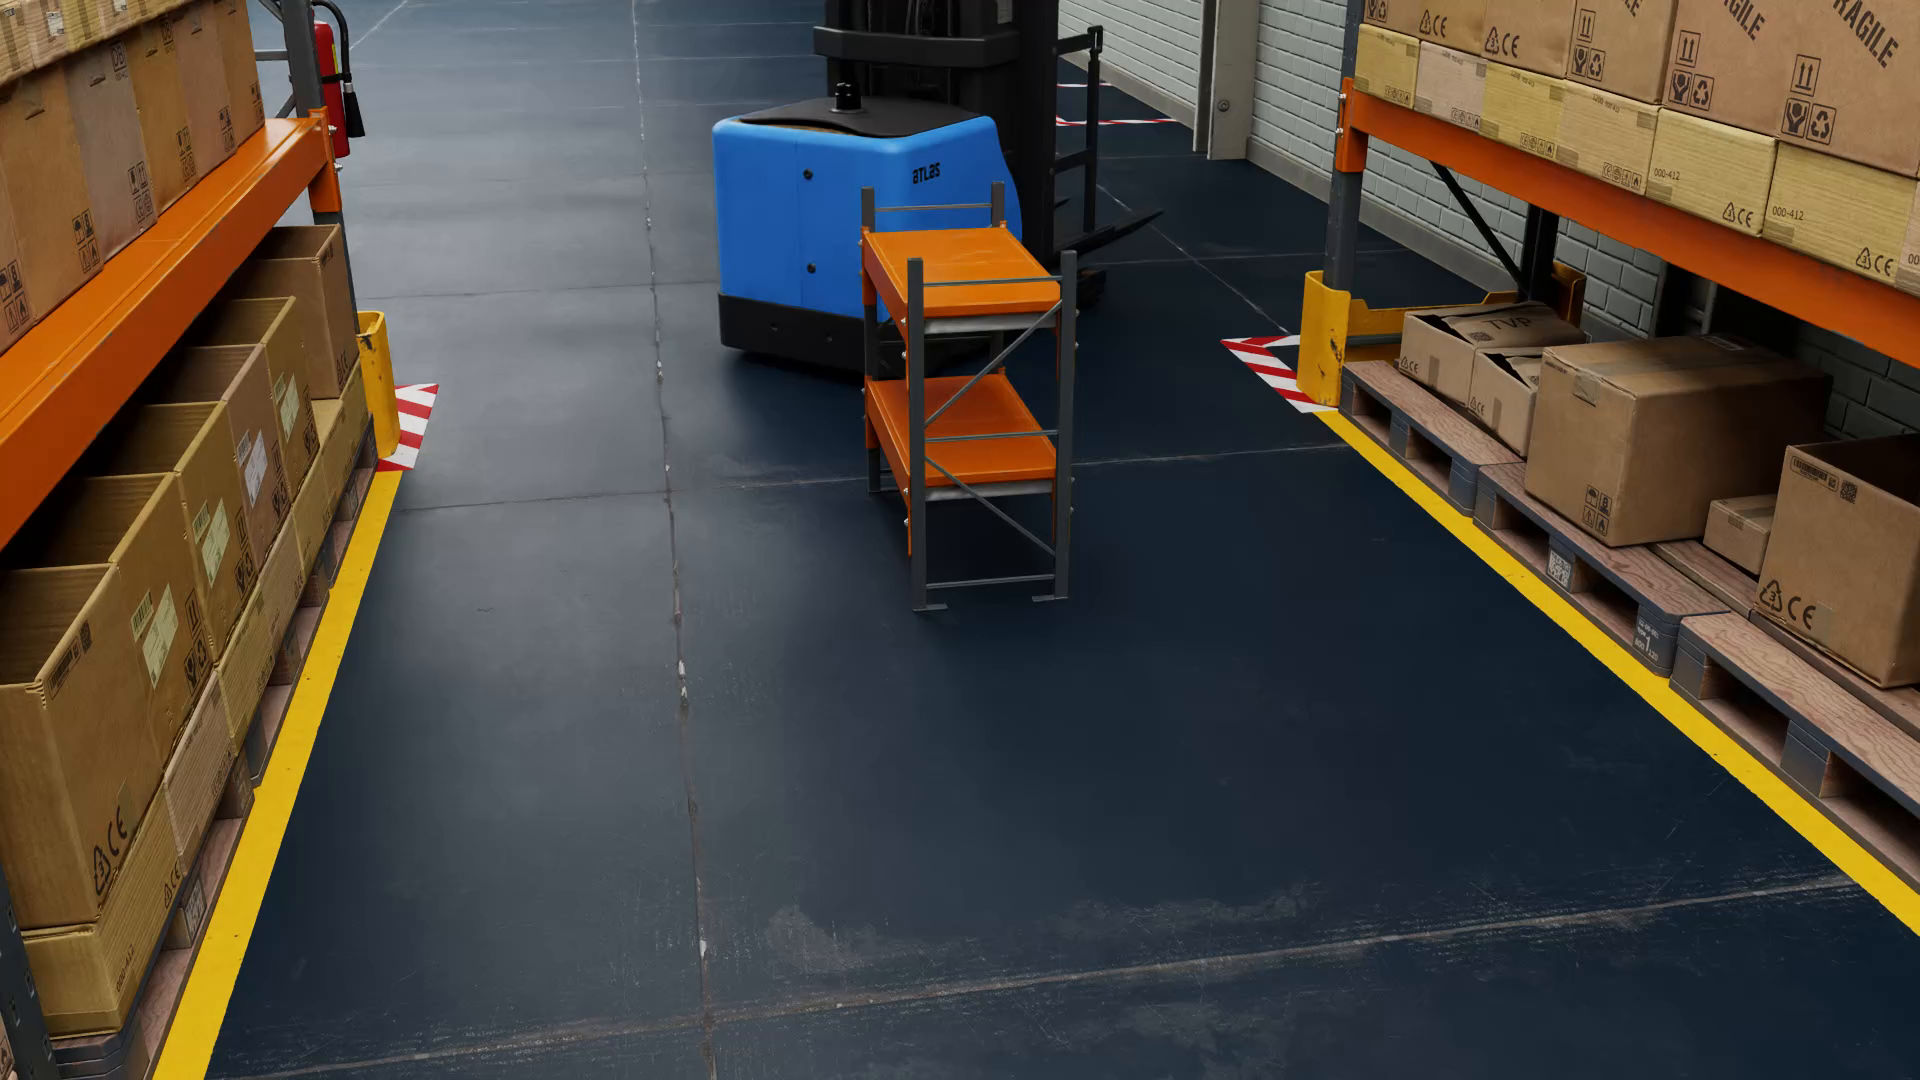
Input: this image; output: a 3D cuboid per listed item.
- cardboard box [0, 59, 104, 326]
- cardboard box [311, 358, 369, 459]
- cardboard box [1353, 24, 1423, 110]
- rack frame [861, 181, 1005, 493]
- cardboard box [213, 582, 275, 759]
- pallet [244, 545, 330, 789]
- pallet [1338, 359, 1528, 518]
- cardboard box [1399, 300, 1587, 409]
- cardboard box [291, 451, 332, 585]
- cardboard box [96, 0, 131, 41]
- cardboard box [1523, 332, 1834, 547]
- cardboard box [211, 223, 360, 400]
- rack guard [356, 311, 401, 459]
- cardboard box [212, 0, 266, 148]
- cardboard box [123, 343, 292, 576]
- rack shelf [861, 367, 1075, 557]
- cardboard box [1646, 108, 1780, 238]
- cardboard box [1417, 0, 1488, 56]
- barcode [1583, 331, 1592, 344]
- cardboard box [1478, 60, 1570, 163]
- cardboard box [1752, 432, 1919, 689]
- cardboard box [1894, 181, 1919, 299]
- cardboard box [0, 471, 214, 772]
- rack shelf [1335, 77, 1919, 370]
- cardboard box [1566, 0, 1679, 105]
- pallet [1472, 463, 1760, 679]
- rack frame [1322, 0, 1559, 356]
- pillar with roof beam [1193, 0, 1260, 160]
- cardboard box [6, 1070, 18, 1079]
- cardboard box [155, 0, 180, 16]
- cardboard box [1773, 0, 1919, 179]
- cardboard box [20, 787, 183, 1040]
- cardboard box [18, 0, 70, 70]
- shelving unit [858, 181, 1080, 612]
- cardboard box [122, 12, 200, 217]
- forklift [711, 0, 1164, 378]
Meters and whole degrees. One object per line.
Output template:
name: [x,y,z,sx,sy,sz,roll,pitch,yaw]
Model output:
cardboard box: [-2.353,-0.757,3.611,0.700,0.500,0.500,-4,24,-9]
cardboard box: [-2.422,-0.450,5.942,0.500,0.250,0.500,-4,24,-10]
cardboard box: [1.834,-1.799,6.284,0.500,0.250,0.500,-5,24,-11]
rack frame: [-0.093,-0.713,5.977,0.500,1.125,0.032,-4,24,-10]
cardboard box: [-2.034,0.336,4.144,0.500,0.250,0.500,-4,24,-10]
pallet: [-2.407,0.348,4.689,1.003,0.211,1.213,-4,24,-10]
pallet: [2.186,-0.444,6.504,1.003,0.211,1.213,-4,24,-10]
cardboard box: [2.096,-0.765,6.563,0.500,0.311,0.500,-7,25,-16]
cardboard box: [-2.224,-0.057,5.044,0.500,0.250,0.500,-4,24,-10]
cardboard box: [-2.265,-1.303,4.051,0.380,0.149,0.250,-5,24,-10]
cardboard box: [2.287,-0.335,5.343,0.700,0.500,0.500,-6,24,-13]
cardboard box: [-2.420,-0.793,5.792,0.500,0.500,0.500,-4,24,-10]
rack guard: [-2.816,-0.570,6.431,1.175,0.500,0.348,-4,24,-10]
cardboard box: [-2.738,-1.567,5.466,0.700,0.500,0.500,-4,24,-10]
cardboard box: [-2.129,-0.204,4.444,0.500,0.500,0.500,-4,24,-10]
rack shelf: [0.001,-0.289,5.617,0.538,0.278,1.000,-4,24,-10]
cardboard box: [2.218,-0.999,4.451,0.500,0.250,0.500,-4,24,-10]
cardboard box: [1.931,-1.953,5.700,0.500,0.500,0.500,-4,24,-10]
barcode: [2.492,-0.792,6.613,0.001,0.075,0.075,-4,24,-10]
cardboard box: [2.033,-1.395,5.359,0.500,0.250,0.500,-5,24,-11]
cardboard box: [2.564,0.038,4.489,0.500,0.500,0.500,-6,24,-14]
cardboard box: [2.410,-0.605,3.550,0.500,0.250,0.500,-4,24,-10]
cardboard box: [-1.950,0.189,3.542,0.500,0.500,0.500,-4,24,-10]
rack shelf: [2.426,-0.958,5.094,1.077,0.370,4.000,-4,24,-10]
cardboard box: [2.127,-1.547,4.771,0.500,0.500,0.500,-4,24,-8]
pallet: [2.408,0.035,5.407,1.003,0.211,1.213,-4,24,-10]
rack frame: [2.056,-2.074,6.752,1.000,3.000,0.127,-4,24,-10]
pillar with roof beam: [-2.305,-6.654,9.741,9.100,9.000,0.400,-4,24,-10]
cardboard box: [-1.710,1.076,2.448,0.500,0.250,0.500,-5,24,-10]
cardboard box: [-2.363,-1.507,4.518,0.380,0.149,0.250,-4,24,-8]
cardboard box: [2.306,-1.144,3.847,0.500,0.500,0.500,-4,24,-10]
cardboard box: [-1.860,0.730,3.242,0.500,0.250,0.500,-4,24,-10]
cardboard box: [-2.173,-1.103,3.591,0.380,0.149,0.250,-5,24,-11]
shelving unit: [0.001,-0.513,5.519,0.538,1.125,1.048,-4,24,-10]
cardboard box: [-2.550,-1.165,4.546,0.700,0.500,0.500,-4,24,-9]
forklift: [0.094,-2.587,8.011,1.130,2.935,3.031,14,27,29]
